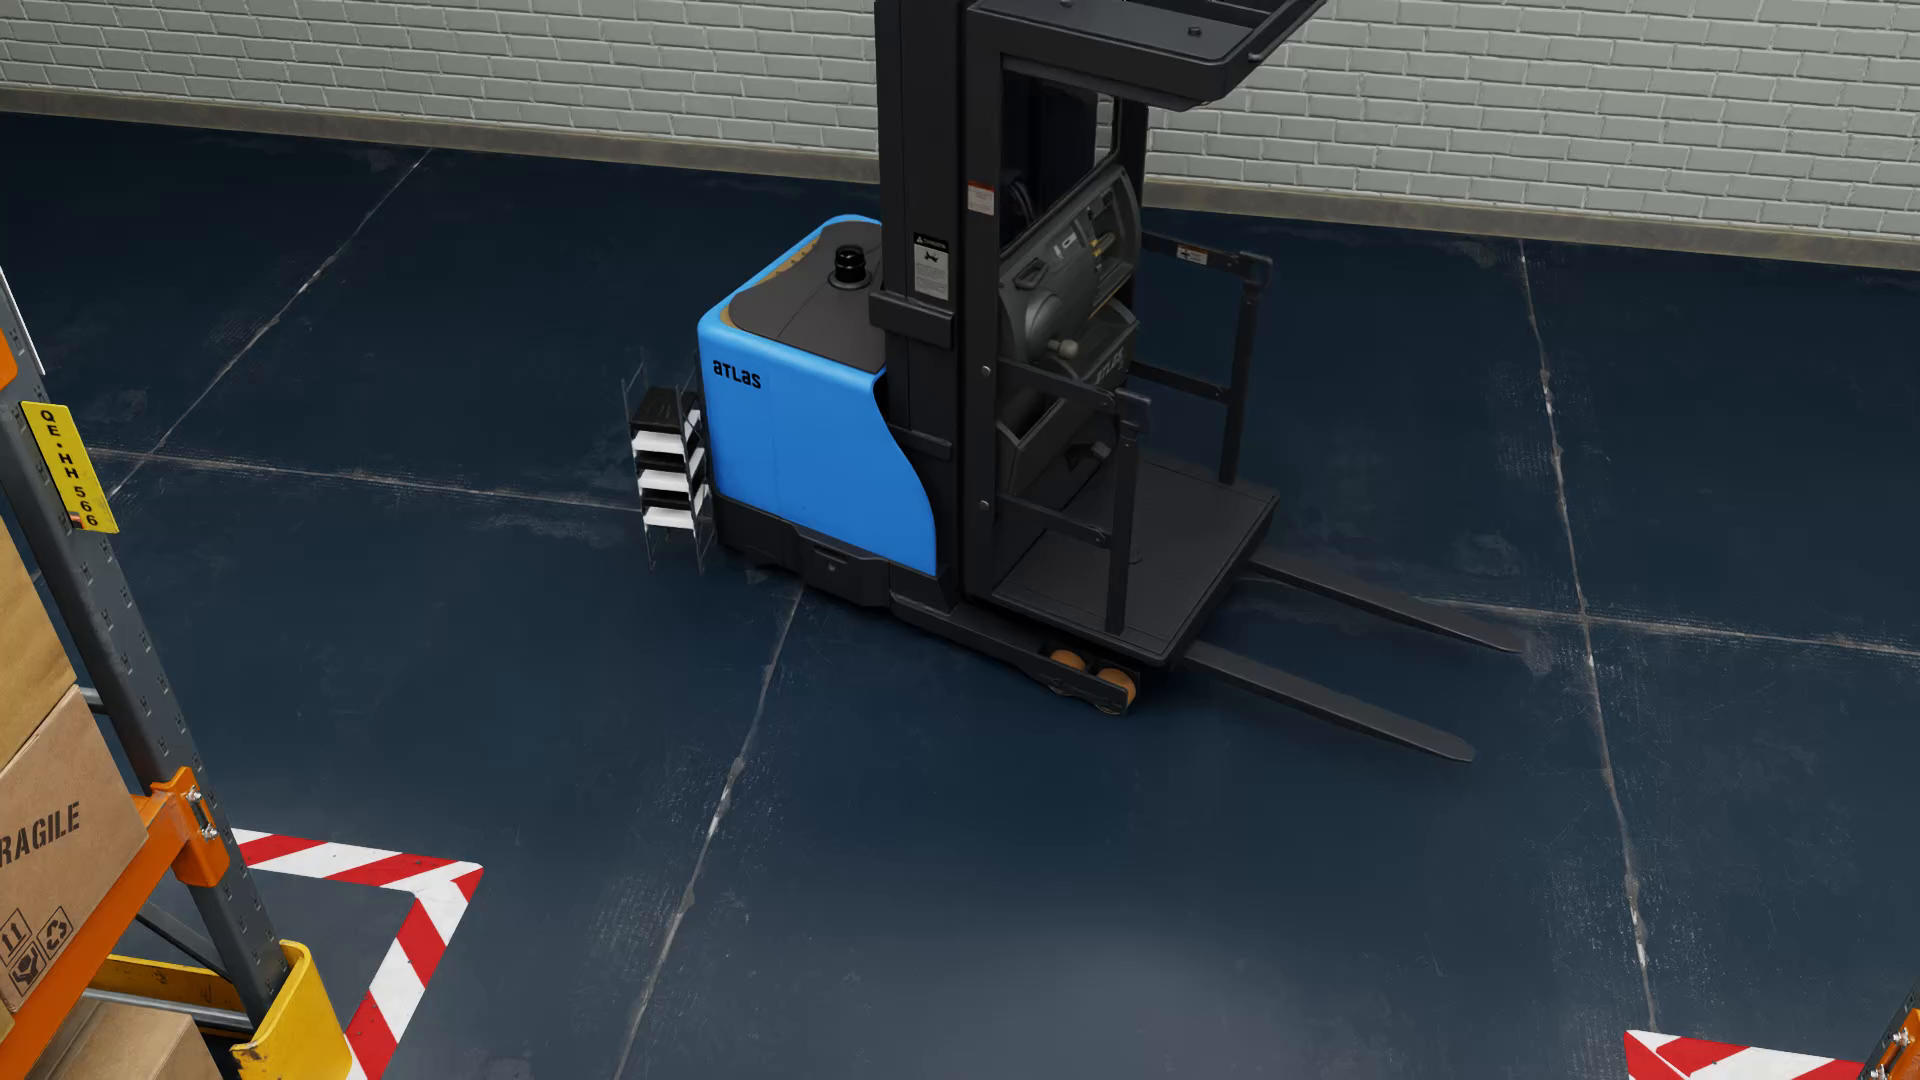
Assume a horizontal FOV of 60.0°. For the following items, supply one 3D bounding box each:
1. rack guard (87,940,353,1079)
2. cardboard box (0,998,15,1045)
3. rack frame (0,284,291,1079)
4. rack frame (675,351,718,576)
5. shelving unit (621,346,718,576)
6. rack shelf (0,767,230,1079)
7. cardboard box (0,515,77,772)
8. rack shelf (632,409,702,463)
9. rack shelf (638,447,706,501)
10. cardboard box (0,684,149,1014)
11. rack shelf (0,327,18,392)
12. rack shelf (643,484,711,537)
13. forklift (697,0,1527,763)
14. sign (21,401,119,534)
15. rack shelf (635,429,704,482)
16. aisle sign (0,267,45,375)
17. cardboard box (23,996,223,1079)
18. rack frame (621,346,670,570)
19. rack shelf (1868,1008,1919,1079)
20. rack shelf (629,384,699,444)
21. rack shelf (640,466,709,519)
[{"bbox_3d":[-2.382,1.360,4.713,1.175,0.500,0.348,6,40,8],"label":"rack guard"},{"bbox_3d":[-2.264,0.948,3.171,0.500,0.500,0.500,7,40,8],"label":"cardboard box"},{"bbox_3d":[-2.368,0.349,3.974,1.000,3.000,0.127,6,40,8],"label":"rack frame"},{"bbox_3d":[-1.005,-0.281,6.384,0.006,0.900,0.240,6,40,7],"label":"rack frame"},{"bbox_3d":[-1.106,-0.292,6.397,0.210,0.900,0.258,6,40,7],"label":"shelving unit"},{"bbox_3d":[-2.714,1.881,2.685,1.077,0.370,4.000,6,40,8],"label":"rack shelf"},{"bbox_3d":[-2.175,0.235,3.249,0.500,0.500,0.500,6,40,7],"label":"cardboard box"},{"bbox_3d":[-1.106,-0.405,6.304,0.200,0.077,0.258,6,40,7],"label":"rack shelf"},{"bbox_3d":[-1.106,-0.266,6.418,0.200,0.077,0.258,6,40,7],"label":"rack shelf"},{"bbox_3d":[-2.178,0.622,3.566,0.500,0.500,0.500,8,40,9],"label":"cardboard box"},{"bbox_3d":[-2.714,0.725,1.729,1.077,0.370,4.000,6,40,8],"label":"rack shelf"},{"bbox_3d":[-1.106,-0.128,6.533,0.200,0.077,0.258,6,40,7],"label":"rack shelf"},{"bbox_3d":[0.557,-0.891,5.528,3.031,2.935,1.130,20,44,23],"label":"forklift"},{"bbox_3d":[-1.825,-0.145,3.415,0.100,0.325,0.005,6,40,8],"label":"sign"},{"bbox_3d":[-1.106,-0.336,6.361,0.200,0.077,0.258,6,40,7],"label":"rack shelf"},{"bbox_3d":[-2.055,-0.662,3.156,0.394,0.787,0.004,6,40,8],"label":"aisle sign"},{"bbox_3d":[-2.220,1.511,4.184,0.500,0.500,0.500,6,40,8],"label":"cardboard box"},{"bbox_3d":[-1.206,-0.303,6.410,0.006,0.900,0.240,6,40,7],"label":"rack frame"},{"bbox_3d":[2.164,2.430,2.021,1.077,0.370,4.000,6,40,8],"label":"rack shelf"},{"bbox_3d":[-1.106,-0.475,6.246,0.200,0.077,0.258,6,40,7],"label":"rack shelf"},{"bbox_3d":[-1.106,-0.197,6.476,0.200,0.077,0.258,6,40,7],"label":"rack shelf"}]
